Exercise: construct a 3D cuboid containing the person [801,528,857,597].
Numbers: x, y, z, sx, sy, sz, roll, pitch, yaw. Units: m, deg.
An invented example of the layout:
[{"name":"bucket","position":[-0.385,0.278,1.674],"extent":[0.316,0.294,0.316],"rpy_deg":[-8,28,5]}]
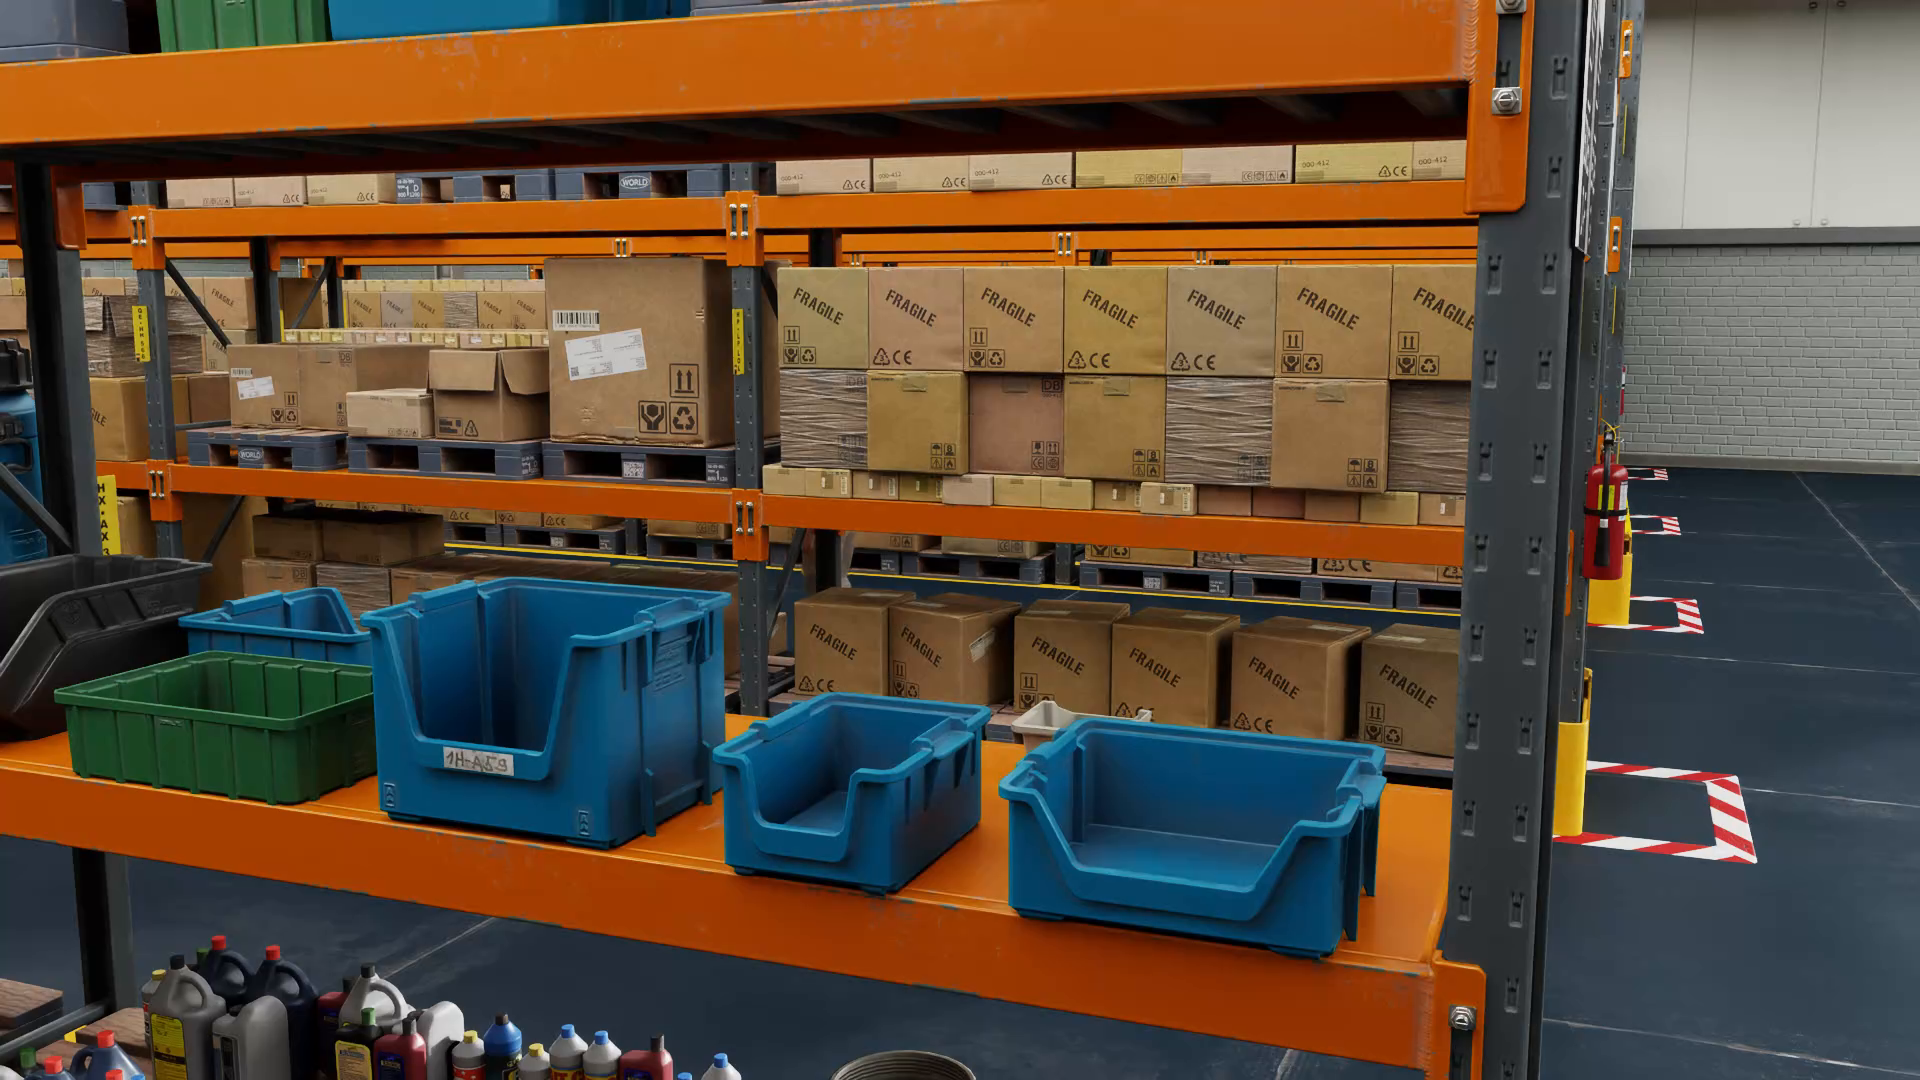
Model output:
[{"name":"person","position":[-0.856,-0.091,10.545],"extent":[0.360,1.724,0.528],"rpy_deg":[3,9,19]}]
